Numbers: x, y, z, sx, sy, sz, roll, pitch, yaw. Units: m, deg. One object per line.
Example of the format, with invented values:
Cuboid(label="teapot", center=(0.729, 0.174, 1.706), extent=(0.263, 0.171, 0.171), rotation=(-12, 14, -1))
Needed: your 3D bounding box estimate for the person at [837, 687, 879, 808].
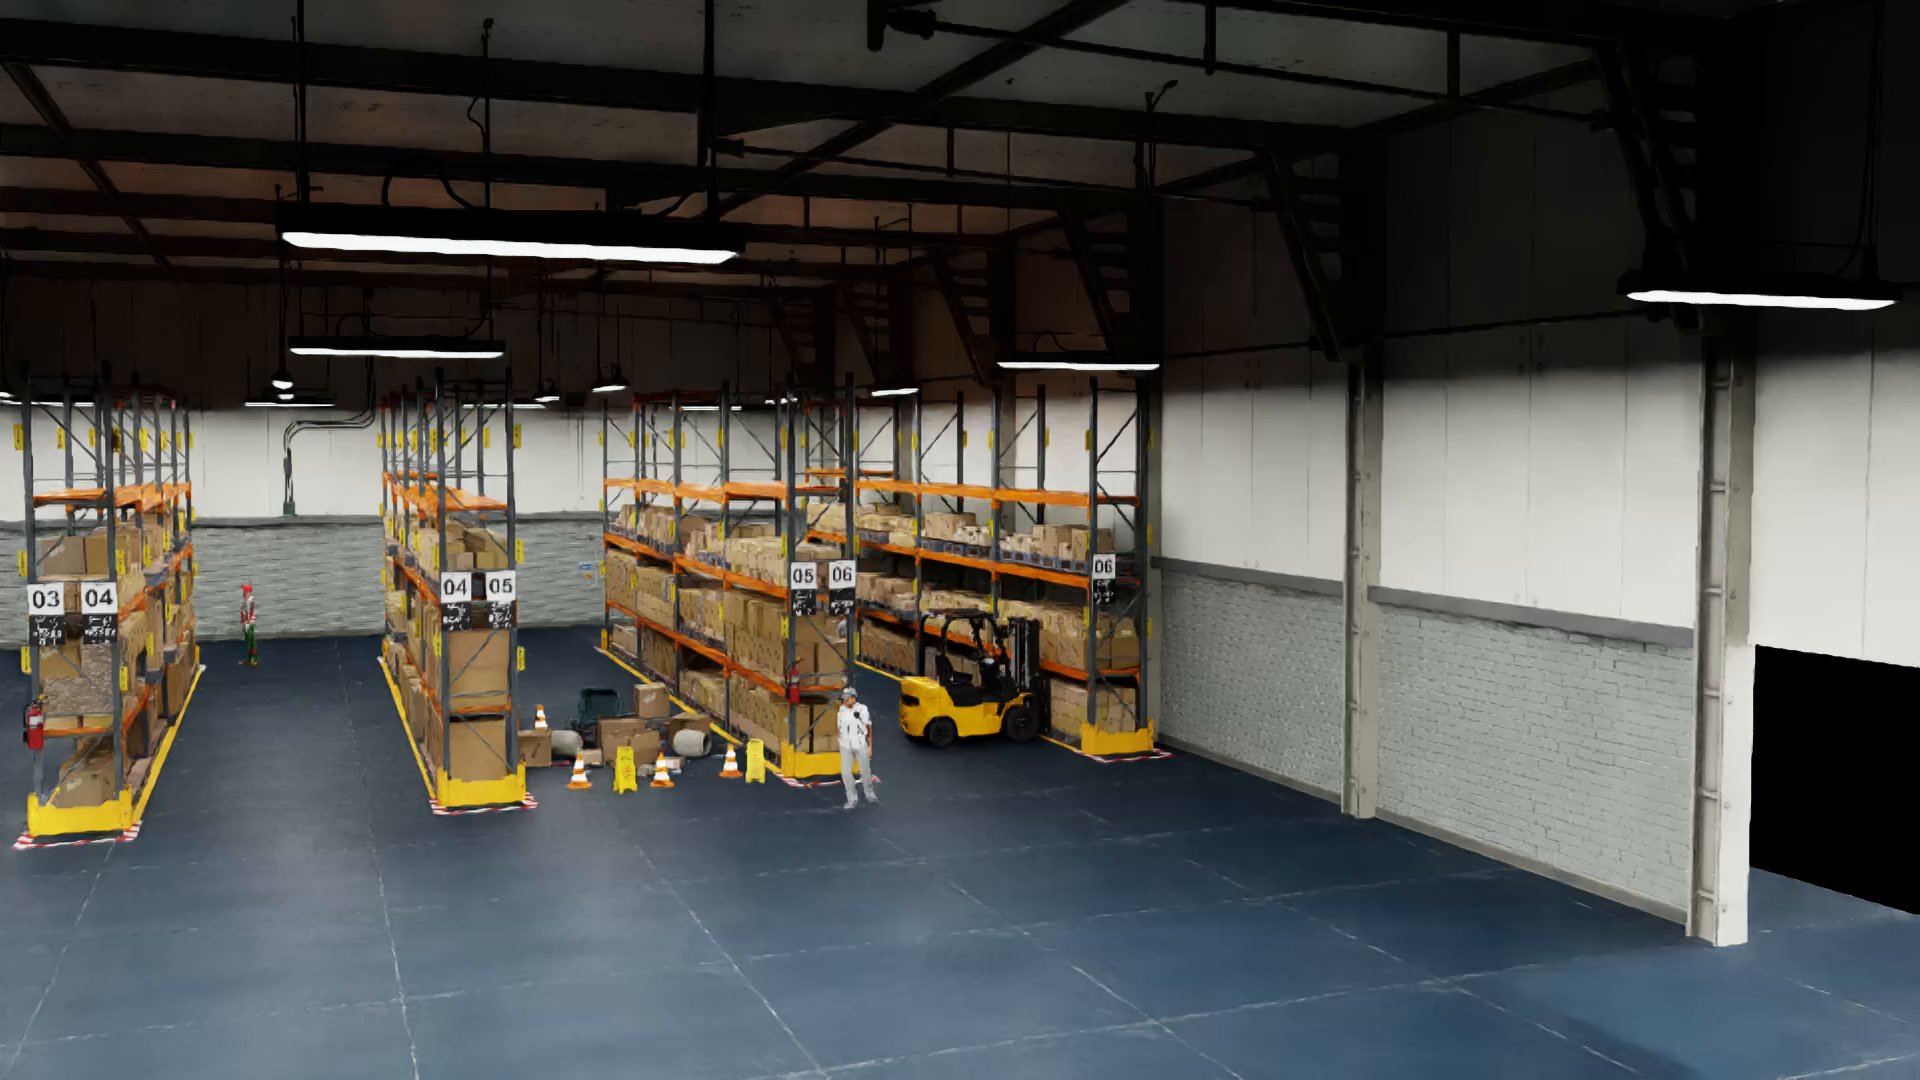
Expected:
Cuboid(label="person", center=(-1.411, 2.815, 22.733), extent=(0.536, 1.649, 0.569), rotation=(1, 4, 15))

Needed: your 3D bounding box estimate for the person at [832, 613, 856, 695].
Cuboid(label="person", center=(-2.280, 2.148, 32.350), extent=(0.577, 1.785, 0.655), rotation=(0, 3, 6))

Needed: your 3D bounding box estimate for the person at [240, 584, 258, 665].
Cuboid(label="person", center=(-15.839, 1.873, 36.993), extent=(0.397, 1.789, 0.653), rotation=(-1, 4, -18))
